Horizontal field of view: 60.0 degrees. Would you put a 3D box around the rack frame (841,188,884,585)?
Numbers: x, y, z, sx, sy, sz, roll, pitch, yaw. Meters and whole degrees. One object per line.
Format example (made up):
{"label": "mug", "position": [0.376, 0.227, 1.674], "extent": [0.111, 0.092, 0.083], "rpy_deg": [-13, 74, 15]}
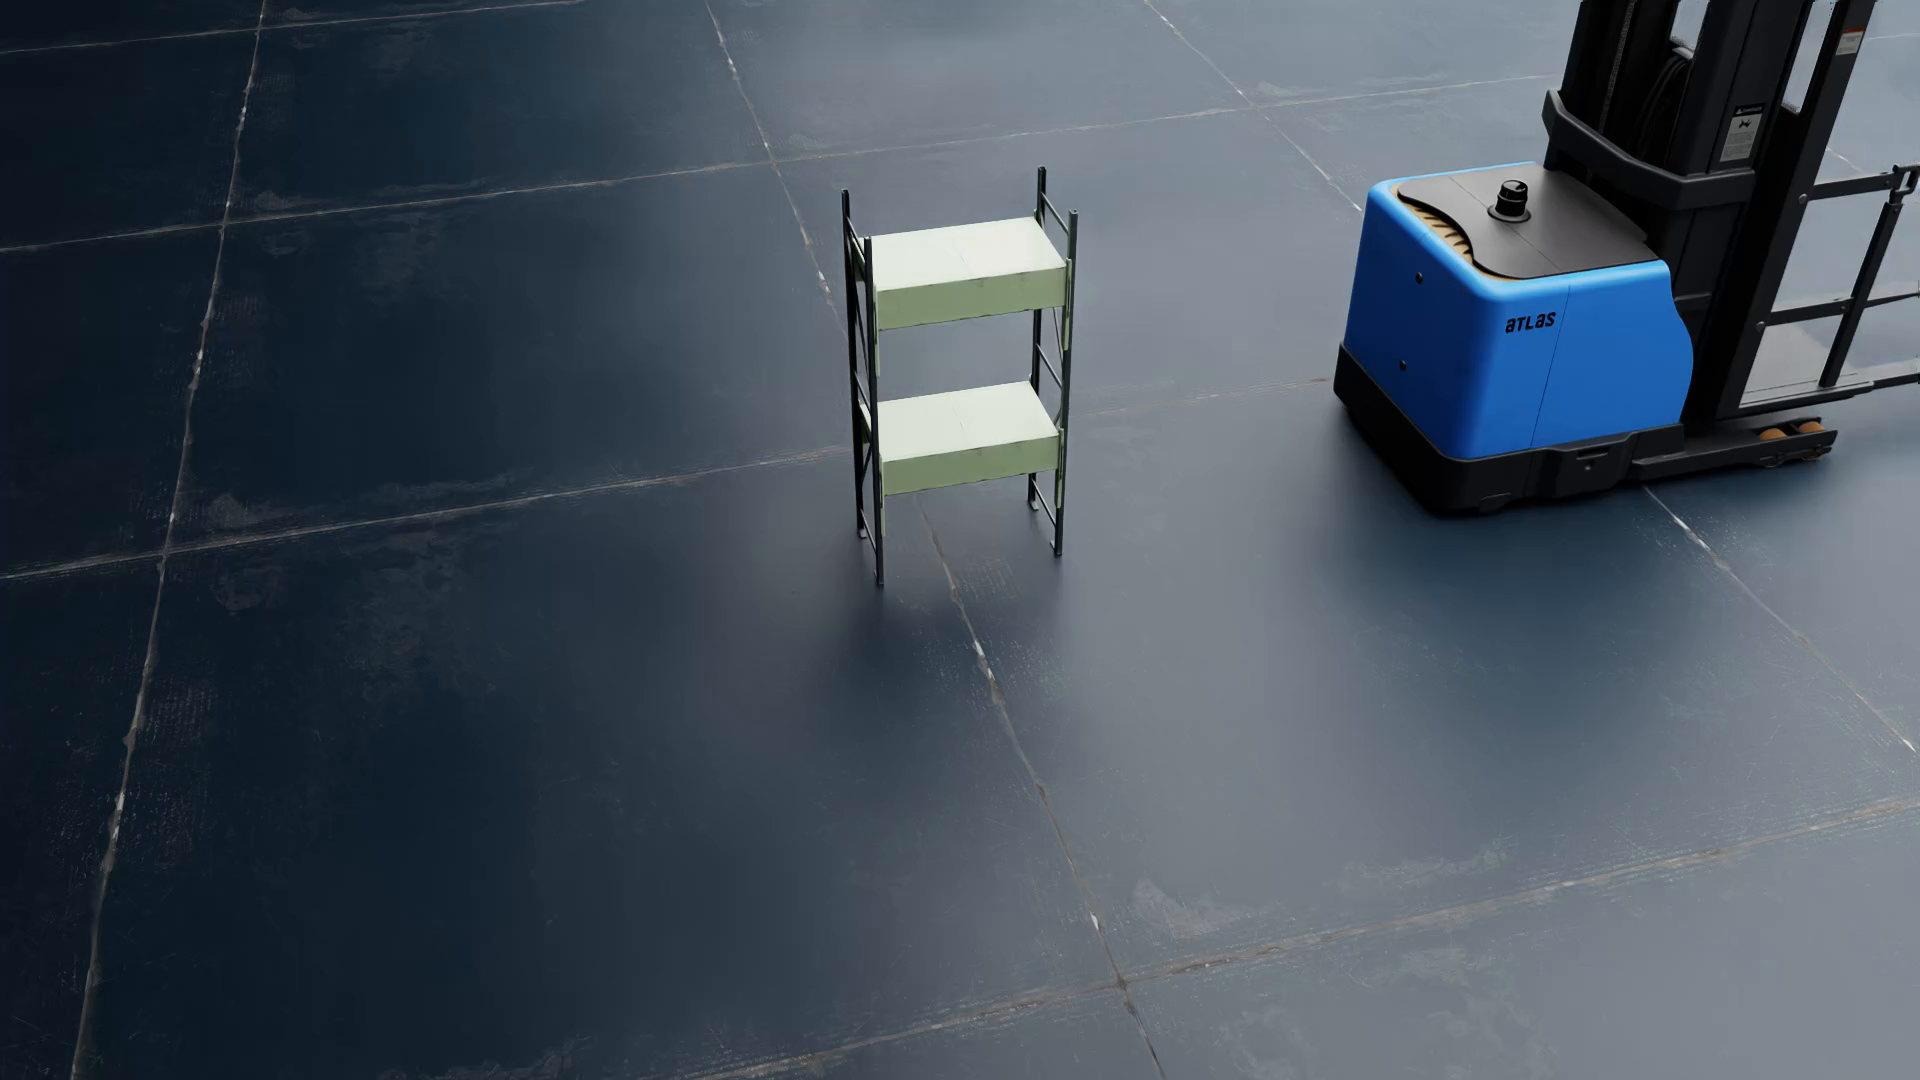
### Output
{"label": "rack frame", "position": [-0.360, -0.537, 6.217], "extent": [0.023, 1.500, 0.400], "rpy_deg": [-9, 38, -12]}

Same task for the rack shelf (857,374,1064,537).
{"label": "rack shelf", "position": [-0.006, -0.336, 6.491], "extent": [0.720, 0.370, 0.431], "rpy_deg": [-9, 38, -12]}

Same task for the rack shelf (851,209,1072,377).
{"label": "rack shelf", "position": [-0.006, -0.905, 6.056], "extent": [0.720, 0.370, 0.431], "rpy_deg": [-9, 38, -12]}

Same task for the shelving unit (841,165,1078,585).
{"label": "shelving unit", "position": [-0.006, -0.595, 6.293], "extent": [0.755, 1.500, 0.431], "rpy_deg": [-9, 38, -12]}

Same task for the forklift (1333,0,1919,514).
{"label": "forklift", "position": [3.263, -1.774, 6.657], "extent": [3.031, 2.935, 1.130], "rpy_deg": [-10, 39, -13]}

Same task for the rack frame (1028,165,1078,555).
{"label": "rack frame", "position": [0.347, -0.653, 6.369], "extent": [0.023, 1.500, 0.400], "rpy_deg": [-9, 38, -12]}
